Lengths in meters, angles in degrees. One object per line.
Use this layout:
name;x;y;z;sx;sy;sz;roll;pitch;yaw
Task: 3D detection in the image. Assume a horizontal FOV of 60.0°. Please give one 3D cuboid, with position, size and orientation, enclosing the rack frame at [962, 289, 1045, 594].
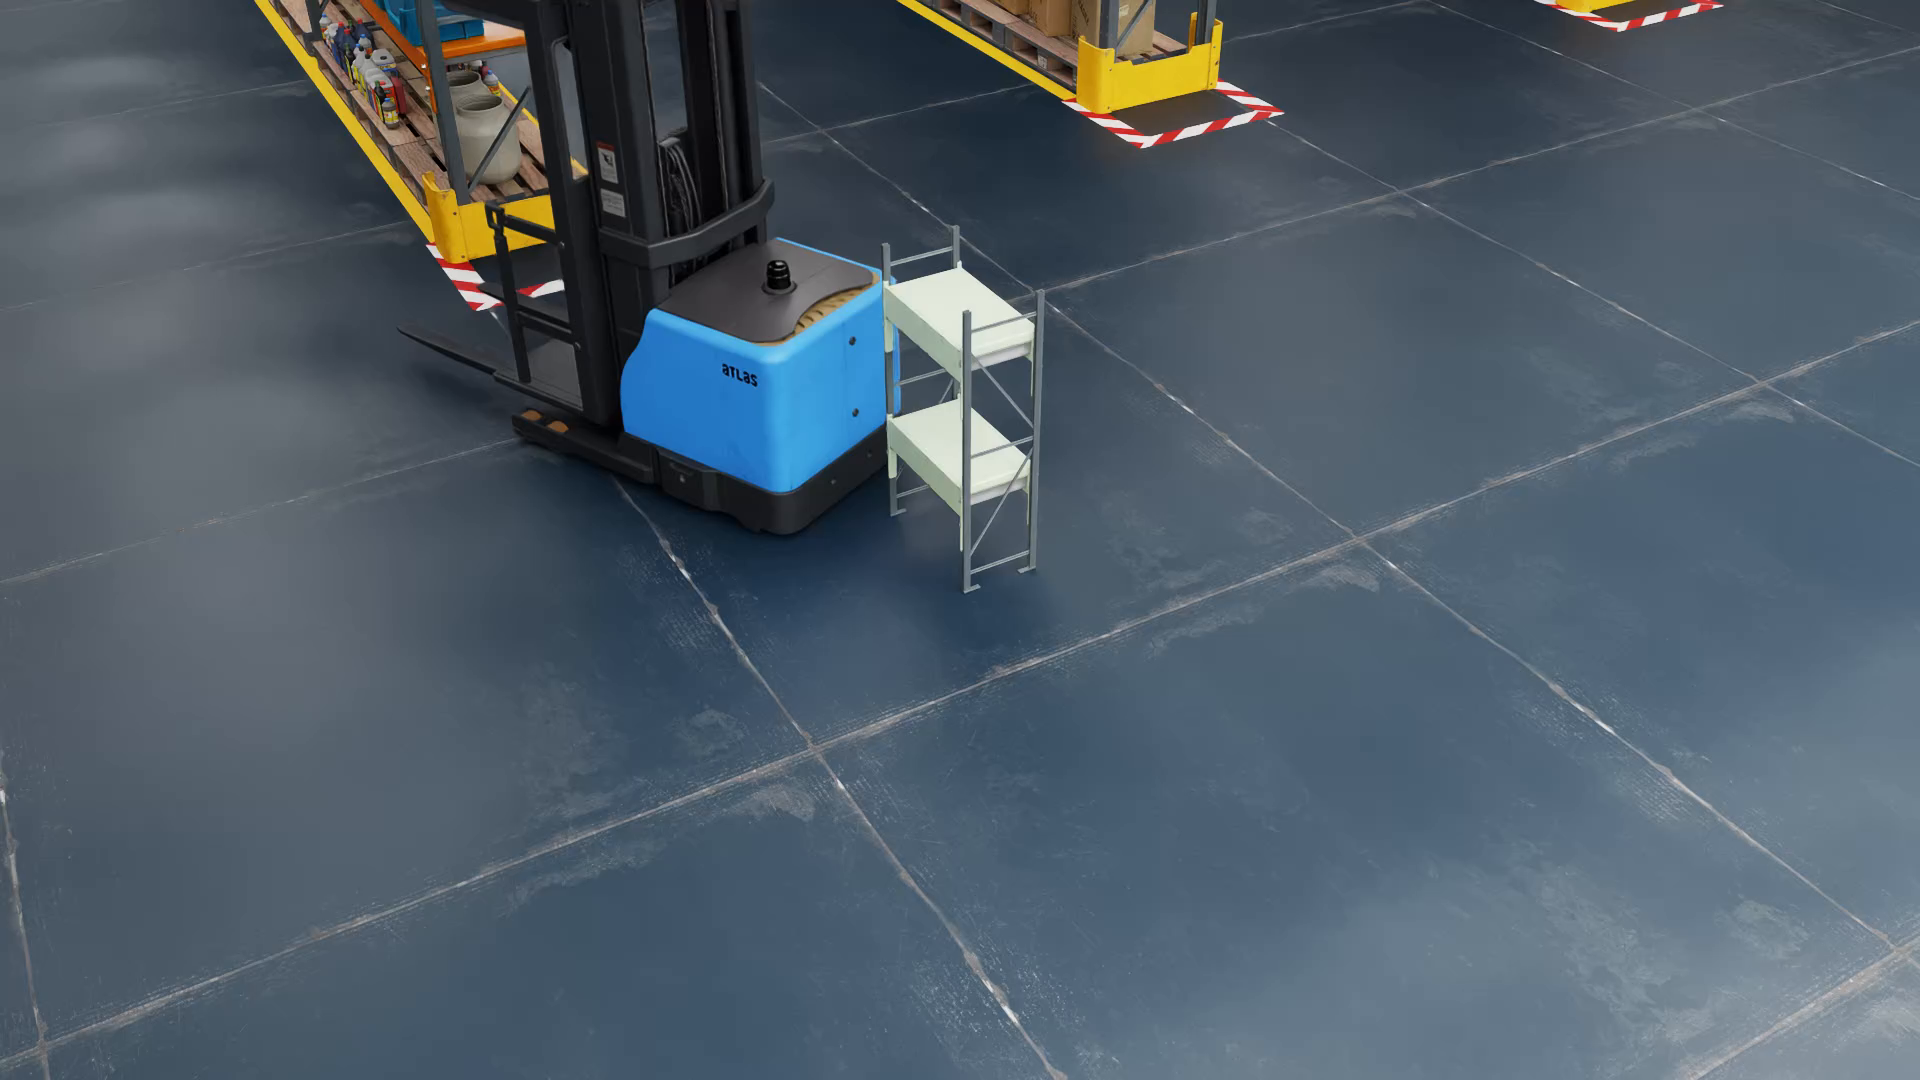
rack frame;0.187;-0.416;7.547;0.400;1.500;0.023;-19;40;-24

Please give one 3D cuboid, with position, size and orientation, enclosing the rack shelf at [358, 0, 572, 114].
rack shelf;-3.781;-3.935;11.705;1.077;0.370;4.000;-19;40;-24

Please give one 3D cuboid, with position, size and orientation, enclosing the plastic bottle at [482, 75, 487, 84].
plastic bottle;-3.469;-3.323;12.256;0.097;0.201;0.097;0;36;0

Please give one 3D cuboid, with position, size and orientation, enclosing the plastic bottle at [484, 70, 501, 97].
plastic bottle;-3.417;-3.299;12.163;0.097;0.271;0.097;0;36;0

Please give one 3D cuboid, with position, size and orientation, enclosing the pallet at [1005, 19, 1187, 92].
pallet;1.091;-4.011;13.563;1.003;0.211;1.213;-19;40;-24

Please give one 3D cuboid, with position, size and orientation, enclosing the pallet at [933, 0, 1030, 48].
pallet;0.482;-4.632;14.414;1.003;0.211;1.213;-19;40;-24

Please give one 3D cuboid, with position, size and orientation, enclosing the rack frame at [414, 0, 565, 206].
rack frame;-2.776;-3.206;10.096;1.000;3.000;0.127;-19;40;-24

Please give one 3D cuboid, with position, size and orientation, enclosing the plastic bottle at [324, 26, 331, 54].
plastic bottle;-4.953;-3.949;13.113;0.097;0.201;0.097;0;36;0

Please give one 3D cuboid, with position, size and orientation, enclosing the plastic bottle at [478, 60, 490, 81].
plastic bottle;-3.515;-3.424;12.325;0.061;0.283;0.133;-18;40;-23

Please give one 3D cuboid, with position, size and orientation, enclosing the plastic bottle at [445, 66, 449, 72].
plastic bottle;-3.968;-3.705;12.710;0.061;0.283;0.133;-19;40;-24

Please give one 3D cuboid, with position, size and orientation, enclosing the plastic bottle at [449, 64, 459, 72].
plastic bottle;-3.876;-3.734;12.755;0.152;0.276;0.135;-18;40;-23

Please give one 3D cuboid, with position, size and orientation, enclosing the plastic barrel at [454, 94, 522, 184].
plastic barrel;-3.173;-2.684;11.135;0.421;0.512;0.421;0;36;0

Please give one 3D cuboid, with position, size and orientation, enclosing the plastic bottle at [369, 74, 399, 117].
plastic bottle;-4.181;-3.227;12.061;0.152;0.276;0.135;-19;40;-24

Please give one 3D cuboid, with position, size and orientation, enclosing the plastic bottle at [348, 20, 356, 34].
plastic bottle;-4.727;-3.909;12.989;0.061;0.283;0.133;-19;40;-24

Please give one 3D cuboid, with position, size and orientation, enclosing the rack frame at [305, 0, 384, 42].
rack frame;-4.785;-5.246;12.889;1.000;3.000;0.127;-19;40;-24

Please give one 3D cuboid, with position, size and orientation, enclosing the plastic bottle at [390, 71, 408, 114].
plastic bottle;-4.089;-3.262;12.103;0.061;0.283;0.133;-19;40;-24

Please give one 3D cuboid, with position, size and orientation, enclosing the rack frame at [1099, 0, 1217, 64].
rack frame;1.507;-4.674;12.106;1.000;3.000;0.127;-19;40;-24

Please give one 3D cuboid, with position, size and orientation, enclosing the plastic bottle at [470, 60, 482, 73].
plastic bottle;-3.589;-3.473;12.403;0.097;0.271;0.097;0;36;0

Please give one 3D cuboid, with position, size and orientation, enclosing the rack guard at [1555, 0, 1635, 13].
rack guard;5.858;-5.070;14.768;1.175;0.500;0.348;-19;40;-24

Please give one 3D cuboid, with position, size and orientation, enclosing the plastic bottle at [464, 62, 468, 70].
plastic bottle;-3.690;-3.547;12.562;0.097;0.201;0.097;0;36;0

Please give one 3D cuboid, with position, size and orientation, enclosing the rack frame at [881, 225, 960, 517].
rack frame;-0.181;-0.789;8.059;0.400;1.500;0.023;-19;40;-24

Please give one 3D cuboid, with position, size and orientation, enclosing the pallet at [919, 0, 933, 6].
pallet;-0.135;-5.255;15.266;1.003;0.211;1.213;-19;40;-24

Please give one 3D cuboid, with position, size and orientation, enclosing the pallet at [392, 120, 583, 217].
pallet;-3.258;-2.520;11.522;1.003;0.211;1.213;-19;40;-24

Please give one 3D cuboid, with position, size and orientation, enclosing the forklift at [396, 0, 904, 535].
forklift;-1.798;-1.885;8.346;3.031;2.935;1.130;22;41;27

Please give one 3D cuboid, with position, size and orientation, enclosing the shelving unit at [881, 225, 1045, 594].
shelving unit;0.003;-0.602;7.803;0.431;1.500;0.755;-19;40;-24

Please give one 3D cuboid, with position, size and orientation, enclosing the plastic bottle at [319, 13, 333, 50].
plastic bottle;-5.004;-4.029;13.164;0.097;0.271;0.097;0;36;0

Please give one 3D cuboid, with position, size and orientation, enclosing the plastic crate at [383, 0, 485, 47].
plastic crate;-3.286;-3.312;10.368;0.499;0.251;0.616;-19;40;-24

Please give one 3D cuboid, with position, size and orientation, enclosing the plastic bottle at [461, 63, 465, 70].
plastic bottle;-3.742;-3.628;12.614;0.097;0.271;0.097;0;36;0

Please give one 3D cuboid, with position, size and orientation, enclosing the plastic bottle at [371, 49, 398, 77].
plastic bottle;-4.315;-3.533;12.480;0.152;0.276;0.135;-19;40;-24

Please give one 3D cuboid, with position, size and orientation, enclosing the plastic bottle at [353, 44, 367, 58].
plastic bottle;-4.538;-3.627;12.613;0.097;0.271;0.097;0;36;0

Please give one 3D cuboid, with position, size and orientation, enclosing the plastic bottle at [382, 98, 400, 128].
plastic bottle;-4.078;-3.060;11.896;0.097;0.201;0.097;0;36;0

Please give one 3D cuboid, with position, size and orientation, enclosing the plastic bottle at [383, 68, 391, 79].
plastic bottle;-4.254;-3.409;12.374;0.097;0.201;0.097;0;36;0

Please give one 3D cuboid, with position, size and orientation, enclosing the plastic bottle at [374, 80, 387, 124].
plastic bottle;-4.152;-3.147;11.946;0.061;0.283;0.133;-18;40;-23

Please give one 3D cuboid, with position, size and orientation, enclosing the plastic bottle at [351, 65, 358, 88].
plastic bottle;-4.522;-3.511;12.514;0.097;0.201;0.097;0;36;0

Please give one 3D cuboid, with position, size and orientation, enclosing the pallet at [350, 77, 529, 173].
pallet;-3.867;-3.142;12.373;1.003;0.211;1.213;-19;40;-24

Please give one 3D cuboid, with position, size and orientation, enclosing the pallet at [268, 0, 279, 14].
pallet;-5.831;-5.131;15.097;1.003;0.211;1.213;-19;40;-24

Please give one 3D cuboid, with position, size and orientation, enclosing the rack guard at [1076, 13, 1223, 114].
rack guard;1.468;-3.703;12.896;1.175;0.500;0.348;-19;40;-24

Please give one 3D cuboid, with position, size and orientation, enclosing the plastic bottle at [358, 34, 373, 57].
plastic bottle;-4.561;-3.749;12.780;0.097;0.271;0.097;0;36;0

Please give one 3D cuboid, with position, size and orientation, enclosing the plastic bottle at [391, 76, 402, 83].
plastic bottle;-4.152;-3.314;12.244;0.097;0.201;0.097;0;36;0

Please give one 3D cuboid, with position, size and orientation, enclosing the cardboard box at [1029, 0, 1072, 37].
cardboard box;0.877;-4.452;13.565;0.500;0.500;0.500;-9;37;-12

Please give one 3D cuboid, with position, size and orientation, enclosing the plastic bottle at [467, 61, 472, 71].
plastic bottle;-3.640;-3.524;12.473;0.097;0.271;0.097;0;36;0

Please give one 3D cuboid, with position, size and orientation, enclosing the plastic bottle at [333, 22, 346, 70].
plastic bottle;-4.739;-3.819;12.809;0.144;0.351;0.185;-18;40;-23

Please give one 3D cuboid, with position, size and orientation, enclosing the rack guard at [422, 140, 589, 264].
rack guard;-2.855;-2.221;10.867;1.175;0.500;0.348;-19;40;-24

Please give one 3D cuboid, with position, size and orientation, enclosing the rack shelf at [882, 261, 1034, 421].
rack shelf;0.003;-0.917;7.573;0.431;0.370;0.720;-19;40;-24

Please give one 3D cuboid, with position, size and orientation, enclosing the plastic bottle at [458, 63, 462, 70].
plastic bottle;-3.793;-3.652;12.706;0.097;0.201;0.097;0;36;0

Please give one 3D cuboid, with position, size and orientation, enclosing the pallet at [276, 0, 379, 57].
pallet;-5.214;-4.509;14.244;1.003;0.211;1.213;-19;40;-24

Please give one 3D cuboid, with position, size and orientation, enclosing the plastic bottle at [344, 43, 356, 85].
plastic bottle;-4.597;-3.599;12.564;0.061;0.283;0.133;-17;39;-22

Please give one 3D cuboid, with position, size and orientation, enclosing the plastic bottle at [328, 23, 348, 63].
plastic bottle;-4.818;-3.874;12.948;0.152;0.276;0.135;-17;40;-22

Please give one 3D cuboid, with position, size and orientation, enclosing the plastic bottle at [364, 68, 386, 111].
plastic bottle;-4.250;-3.298;12.158;0.152;0.276;0.135;-20;41;-25

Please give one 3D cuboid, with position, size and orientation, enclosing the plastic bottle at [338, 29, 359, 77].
plastic bottle;-4.644;-3.723;12.677;0.144;0.351;0.185;-21;41;-26

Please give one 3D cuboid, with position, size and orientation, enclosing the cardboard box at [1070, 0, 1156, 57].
cardboard box;1.207;-4.157;13.162;0.500;0.500;0.500;-12;38;-16

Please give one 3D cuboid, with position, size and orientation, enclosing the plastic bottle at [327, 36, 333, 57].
plastic bottle;-4.902;-3.897;13.042;0.097;0.201;0.097;0;36;0

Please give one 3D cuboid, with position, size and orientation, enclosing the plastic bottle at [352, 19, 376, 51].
plastic bottle;-4.614;-3.862;12.867;0.144;0.351;0.185;-19;40;-24

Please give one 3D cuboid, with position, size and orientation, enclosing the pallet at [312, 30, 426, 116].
pallet;-4.484;-3.765;13.226;1.003;0.211;1.213;-19;40;-24

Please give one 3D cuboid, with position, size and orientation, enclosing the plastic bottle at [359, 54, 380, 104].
plastic bottle;-4.337;-3.411;12.250;0.144;0.351;0.185;-17;40;-22

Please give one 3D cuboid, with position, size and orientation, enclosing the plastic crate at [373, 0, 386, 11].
plastic crate;-3.607;-3.645;10.824;0.499;0.251;0.408;-19;40;-24

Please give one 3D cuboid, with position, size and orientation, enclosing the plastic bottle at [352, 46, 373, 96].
plastic bottle;-4.430;-3.506;12.380;0.144;0.351;0.185;-19;40;-24

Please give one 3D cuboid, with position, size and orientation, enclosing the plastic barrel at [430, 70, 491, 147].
plastic barrel;-3.424;-2.939;11.485;0.421;0.512;0.421;0;36;0

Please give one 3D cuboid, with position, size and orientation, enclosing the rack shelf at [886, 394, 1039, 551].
rack shelf;0.003;-0.339;7.995;0.431;0.370;0.720;-19;40;-24

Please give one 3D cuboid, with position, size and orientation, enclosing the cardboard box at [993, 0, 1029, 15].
cardboard box;0.579;-4.777;14.010;0.500;0.500;0.500;-15;39;-20
